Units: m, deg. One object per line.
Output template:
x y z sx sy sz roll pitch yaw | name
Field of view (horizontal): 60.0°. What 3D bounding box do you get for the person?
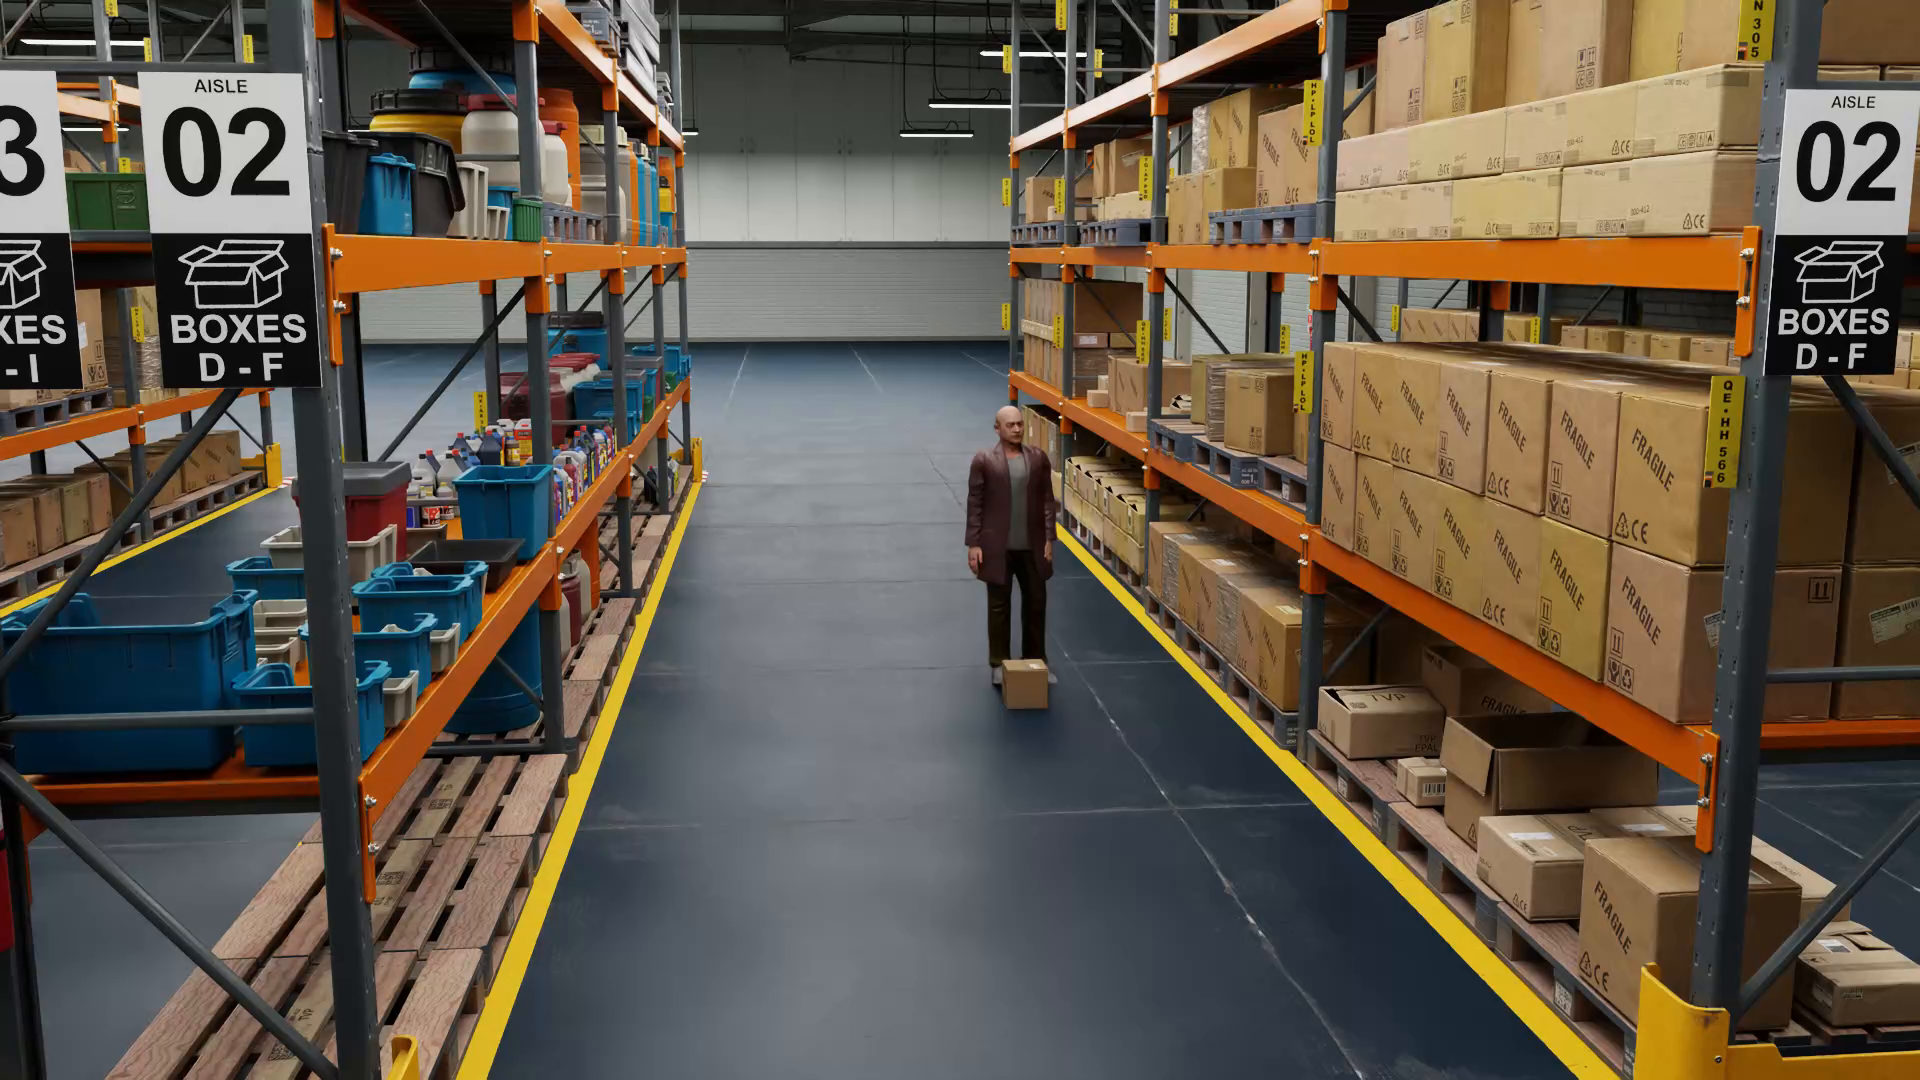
0.337 0.058 10.657 0.622 1.829 0.432 -2 10 -11 | person
